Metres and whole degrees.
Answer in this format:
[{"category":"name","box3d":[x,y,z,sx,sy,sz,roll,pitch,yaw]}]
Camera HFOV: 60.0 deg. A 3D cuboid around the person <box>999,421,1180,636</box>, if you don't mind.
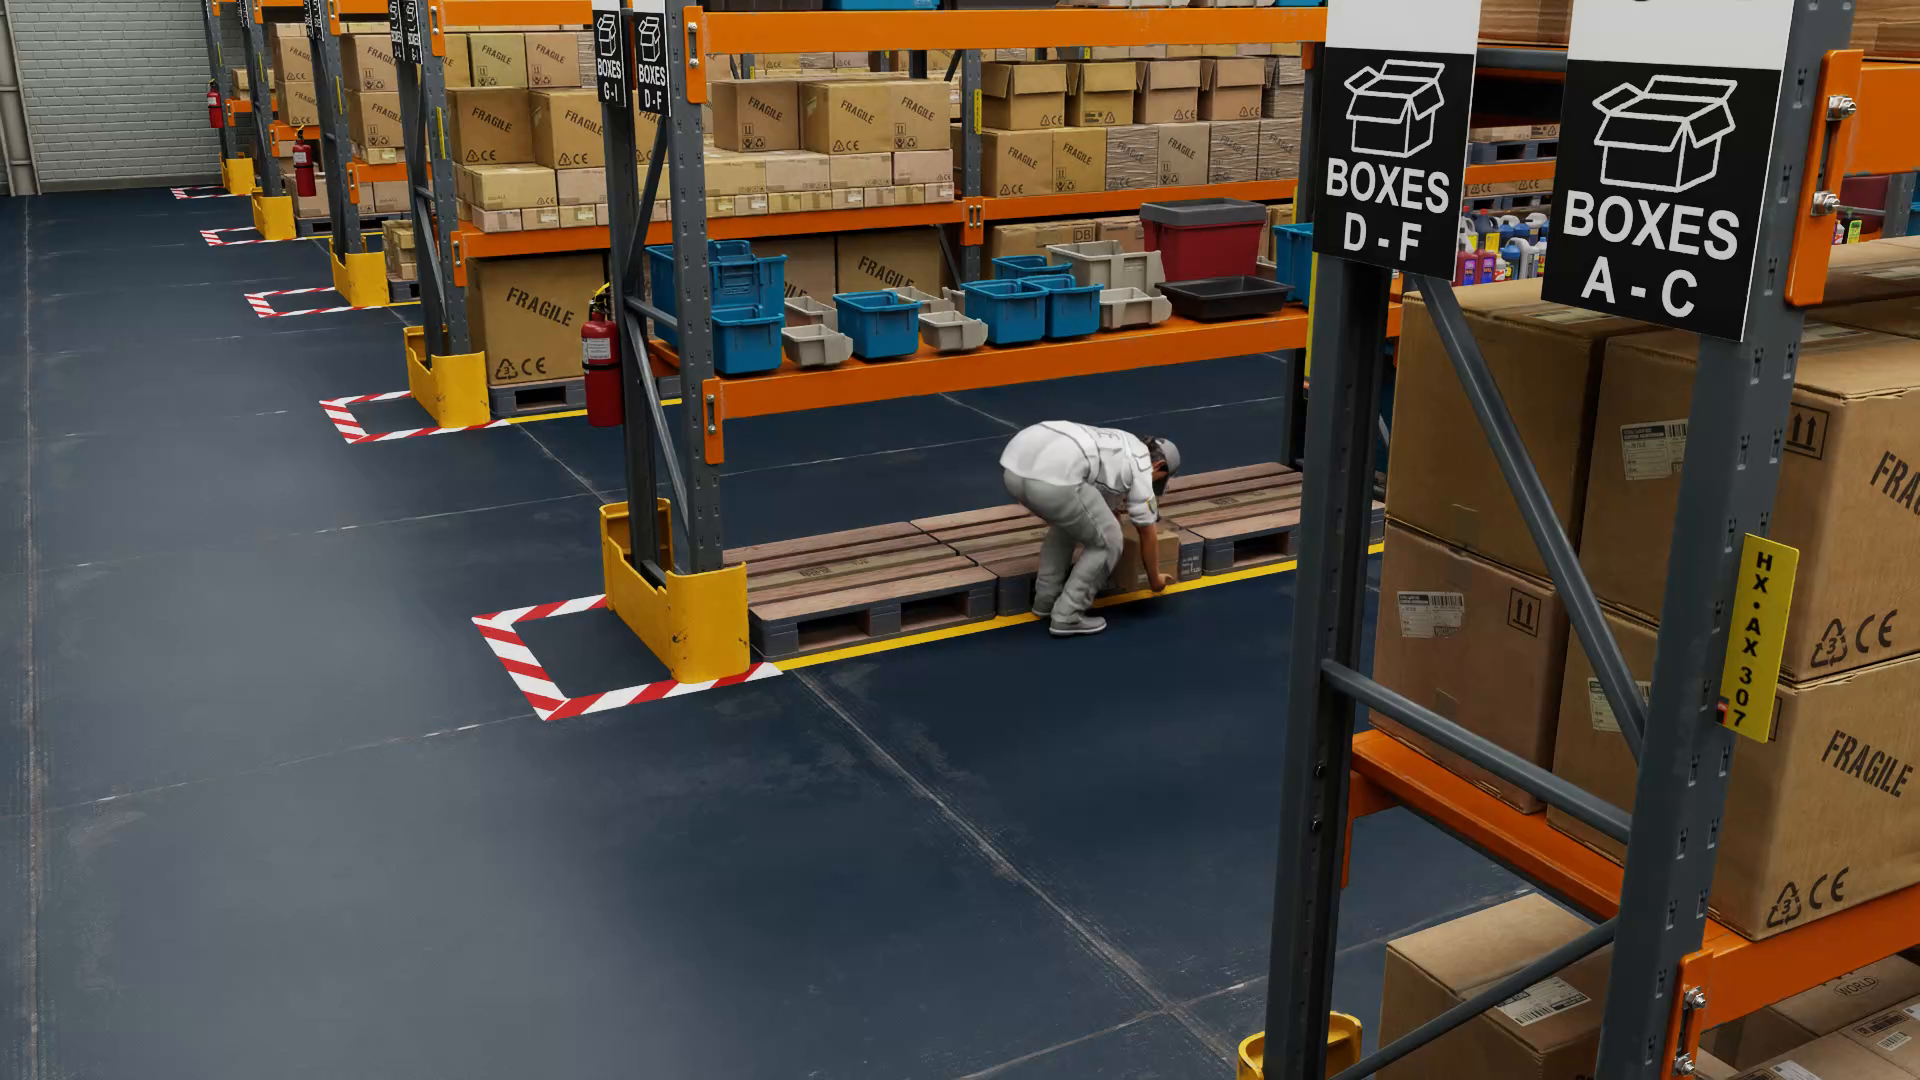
[{"category":"person","box3d":[0.643,-0.097,7.908,0.945,0.990,0.490,-11,22,-30]}]
